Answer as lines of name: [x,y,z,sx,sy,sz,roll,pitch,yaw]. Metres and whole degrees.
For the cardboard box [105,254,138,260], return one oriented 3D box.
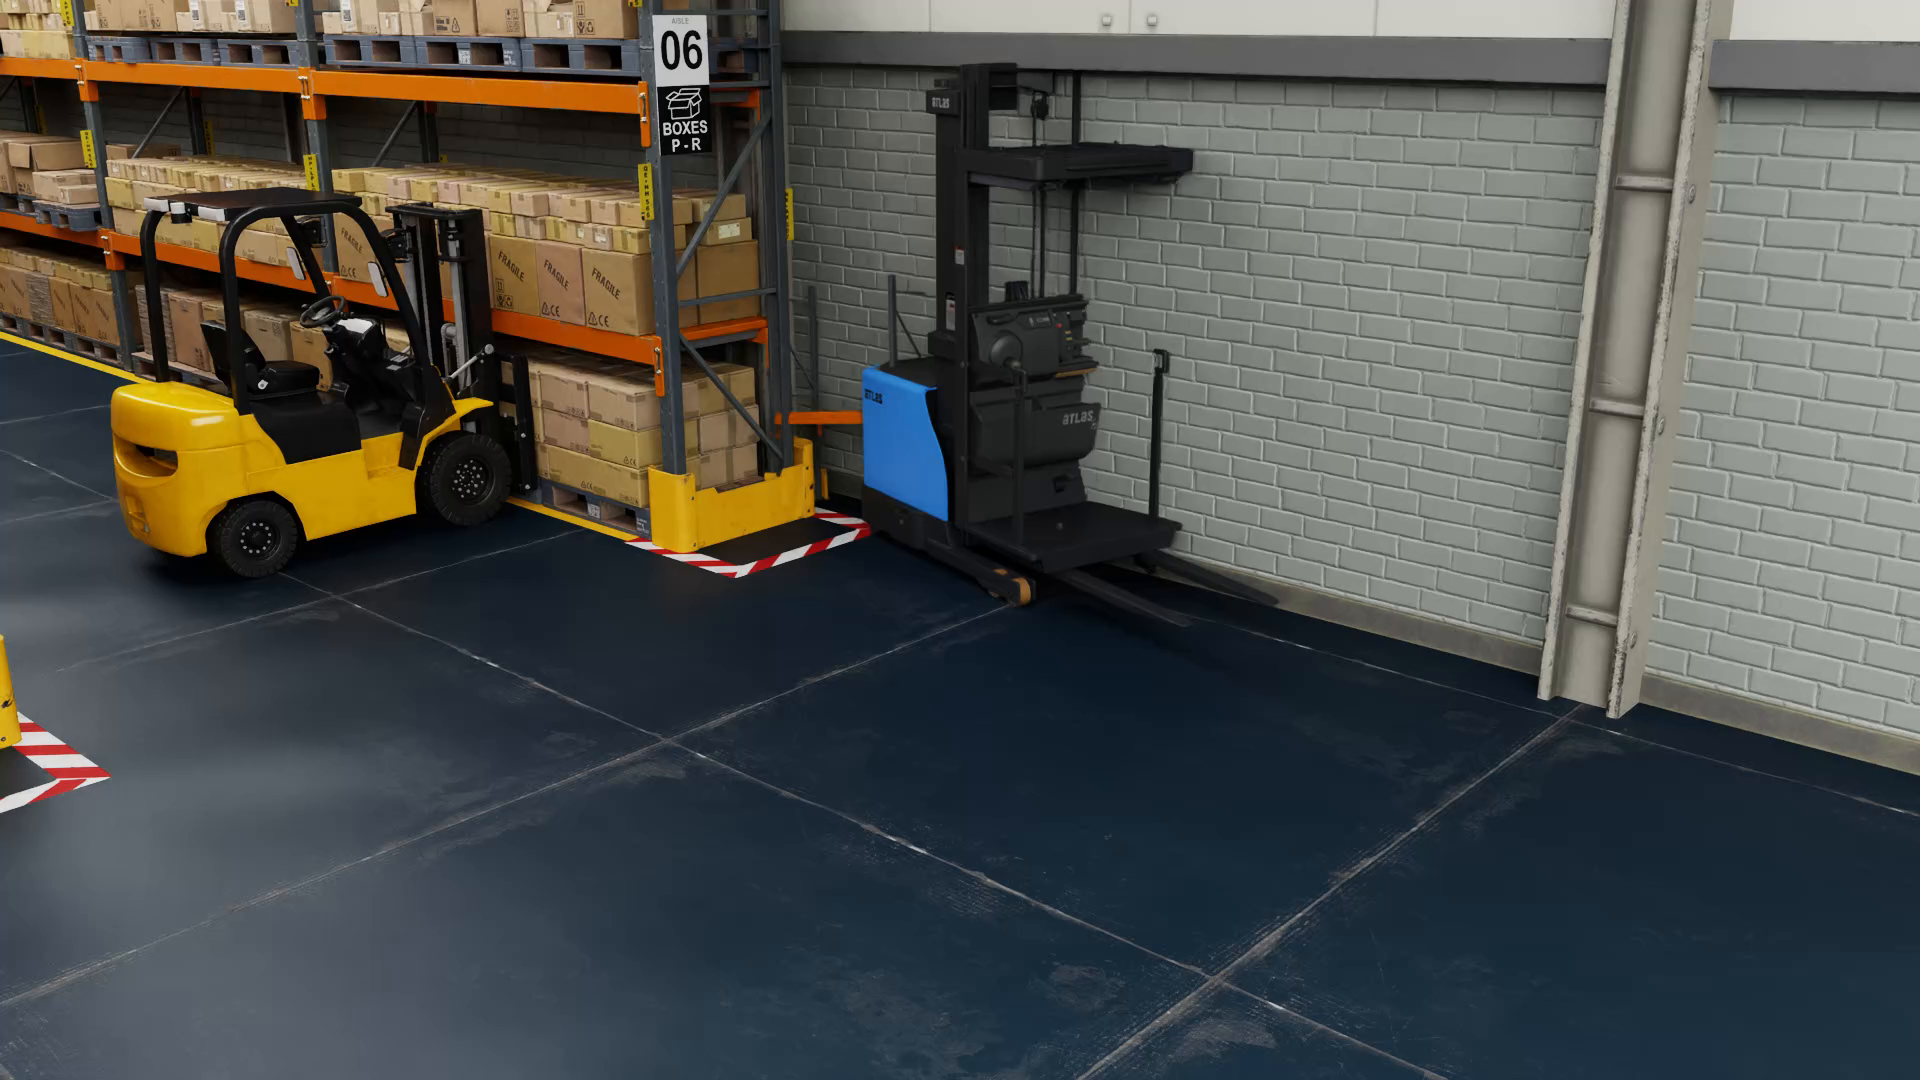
cardboard box: [-8.437,-2.819,16.902,0.250,0.149,0.380,14,23,38]

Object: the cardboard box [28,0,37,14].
cardboard box: [-8.440,-4.989,15.513,0.250,0.149,0.380,15,23,38]

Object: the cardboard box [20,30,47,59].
cardboard box: [-8.386,-4.625,15.515,0.500,0.250,0.500,15,23,39]

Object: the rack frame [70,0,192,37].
rack frame: [-7.465,-5.977,14.570,0.127,3.000,1.000,15,23,39]

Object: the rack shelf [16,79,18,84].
rack shelf: [-11.952,-5.409,18.929,4.000,0.370,1.077,15,23,39]

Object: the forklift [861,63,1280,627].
forklift: [0.592,-1.182,9.489,1.130,2.935,3.031,-11,21,-32]

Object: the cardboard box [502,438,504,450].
cardboard box: [-3.180,-0.728,11.797,0.500,0.250,0.500,16,24,41]

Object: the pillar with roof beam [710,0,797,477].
pillar with roof beam: [-4.261,-3.741,7.523,0.400,9.000,9.100,15,23,39]

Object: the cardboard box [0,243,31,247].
cardboard box: [-10.106,-3.069,17.688,0.250,0.149,0.380,14,23,38]

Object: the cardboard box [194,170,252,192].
cardboard box: [-6.101,-2.976,13.791,0.250,0.149,0.380,14,23,38]

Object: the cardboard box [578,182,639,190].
cardboard box: [-2.360,-2.336,11.285,0.250,0.149,0.380,16,24,41]

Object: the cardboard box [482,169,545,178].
cardboard box: [-3.257,-2.615,12.164,0.250,0.149,0.380,15,23,38]

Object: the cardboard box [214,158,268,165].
cardboard box: [-6.434,-3.329,14.904,0.250,0.149,0.380,14,23,38]

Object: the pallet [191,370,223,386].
pallet: [-5.967,-1.370,14.579,1.213,0.211,1.003,15,23,39]

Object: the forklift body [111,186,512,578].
forklift body: [-4.110,-1.075,10.444,1.214,2.155,2.313,15,23,39]

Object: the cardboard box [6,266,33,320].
cardboard box: [-9.469,-2.576,17.208,0.500,0.500,0.500,14,22,38]

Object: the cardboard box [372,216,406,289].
cardboard box: [-3.914,-2.113,12.147,0.500,0.500,0.500,16,23,40]

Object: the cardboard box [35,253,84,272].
cardboard box: [-9.125,-2.811,16.876,0.250,0.149,0.380,15,23,39]

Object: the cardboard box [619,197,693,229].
cardboard box: [-1.889,-2.034,10.334,0.250,0.149,0.380,15,23,39]

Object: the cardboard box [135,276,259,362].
cardboard box: [-7.007,-2.058,15.369,0.625,0.625,0.875,16,24,41]

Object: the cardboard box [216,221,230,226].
cardboard box: [-5.778,-2.728,13.670,0.500,0.250,0.500,16,23,40]

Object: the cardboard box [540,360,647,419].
cardboard box: [-2.418,-1.001,11.005,0.500,0.250,0.500,16,23,40]

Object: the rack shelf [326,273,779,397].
rack shelf: [-2.977,-1.570,11.790,4.000,0.370,1.077,15,23,39]

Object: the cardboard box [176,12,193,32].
cardboard box: [-6.074,-4.180,13.420,0.250,0.149,0.380,15,23,39]

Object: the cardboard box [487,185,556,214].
cardboard box: [-2.910,-2.268,11.070,0.250,0.149,0.380,16,23,40]

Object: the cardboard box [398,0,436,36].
cardboard box: [-3.564,-3.562,11.279,0.258,0.266,0.396,14,23,38]

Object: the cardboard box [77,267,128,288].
cardboard box: [-8.227,-2.525,15.976,0.250,0.149,0.380,14,22,36]

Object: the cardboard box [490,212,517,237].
cardboard box: [-2.902,-2.127,11.117,0.250,0.149,0.380,15,23,40]

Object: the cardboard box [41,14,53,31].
cardboard box: [-8.250,-4.798,15.401,0.250,0.149,0.380,16,23,40]

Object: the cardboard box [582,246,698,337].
cardboard box: [-2.024,-1.599,10.525,0.500,0.500,0.500,14,23,38]

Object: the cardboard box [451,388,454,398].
cardboard box: [-3.570,-1.071,12.054,0.500,0.250,0.500,15,23,39]

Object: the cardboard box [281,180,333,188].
cardboard box: [-5.081,-2.738,13.042,0.250,0.149,0.380,15,23,38]

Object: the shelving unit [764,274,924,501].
shelving unit: [-0.711,-0.952,10.958,1.083,1.500,0.587,2,6,34]

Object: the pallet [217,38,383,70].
pallet: [-5.141,-3.828,13.071,1.217,0.209,0.805,14,22,37]

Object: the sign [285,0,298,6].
sign: [-4.826,-4.016,11.974,0.005,0.325,0.100,15,23,39]

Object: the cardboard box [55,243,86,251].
cardboard box: [-9.393,-3.086,17.744,0.250,0.149,0.380,14,22,37]

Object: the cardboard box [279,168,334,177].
cardboard box: [-5.512,-3.059,14.053,0.250,0.149,0.380,15,23,39]

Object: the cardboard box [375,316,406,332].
cardboard box: [-4.319,-1.513,12.618,0.500,0.250,0.500,15,23,38]

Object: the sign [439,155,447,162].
sign: [-4.106,-2.891,13.200,0.005,0.325,0.100,15,23,39]

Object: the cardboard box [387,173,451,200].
cardboard box: [-3.855,-2.526,11.883,0.250,0.149,0.380,16,23,40]

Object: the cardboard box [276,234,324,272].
cardboard box: [-5.024,-2.285,13.102,0.500,0.250,0.500,16,23,40]

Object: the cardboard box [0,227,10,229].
cardboard box: [-10.325,-3.262,17.806,0.250,0.149,0.380,15,23,38]

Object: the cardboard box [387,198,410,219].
cardboard box: [-3.866,-2.384,11.928,0.250,0.149,0.380,16,23,40]

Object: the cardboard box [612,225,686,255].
cardboard box: [-1.927,-1.875,10.322,0.250,0.149,0.380,15,23,40]

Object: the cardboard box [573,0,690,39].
cardboard box: [-1.974,-3.271,9.975,0.500,0.500,0.500,16,24,41]

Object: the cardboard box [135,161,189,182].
cardboard box: [-7.012,-3.245,14.640,0.250,0.149,0.380,16,24,41]

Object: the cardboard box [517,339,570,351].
cardboard box: [-2.837,-1.324,12.023,0.500,0.250,0.500,14,23,38]

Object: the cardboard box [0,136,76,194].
cardboard box: [-9.269,-3.760,16.640,0.500,0.500,0.700,15,23,39]

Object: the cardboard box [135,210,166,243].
cardboard box: [-6.922,-2.800,14.723,0.500,0.250,0.500,14,23,38]
